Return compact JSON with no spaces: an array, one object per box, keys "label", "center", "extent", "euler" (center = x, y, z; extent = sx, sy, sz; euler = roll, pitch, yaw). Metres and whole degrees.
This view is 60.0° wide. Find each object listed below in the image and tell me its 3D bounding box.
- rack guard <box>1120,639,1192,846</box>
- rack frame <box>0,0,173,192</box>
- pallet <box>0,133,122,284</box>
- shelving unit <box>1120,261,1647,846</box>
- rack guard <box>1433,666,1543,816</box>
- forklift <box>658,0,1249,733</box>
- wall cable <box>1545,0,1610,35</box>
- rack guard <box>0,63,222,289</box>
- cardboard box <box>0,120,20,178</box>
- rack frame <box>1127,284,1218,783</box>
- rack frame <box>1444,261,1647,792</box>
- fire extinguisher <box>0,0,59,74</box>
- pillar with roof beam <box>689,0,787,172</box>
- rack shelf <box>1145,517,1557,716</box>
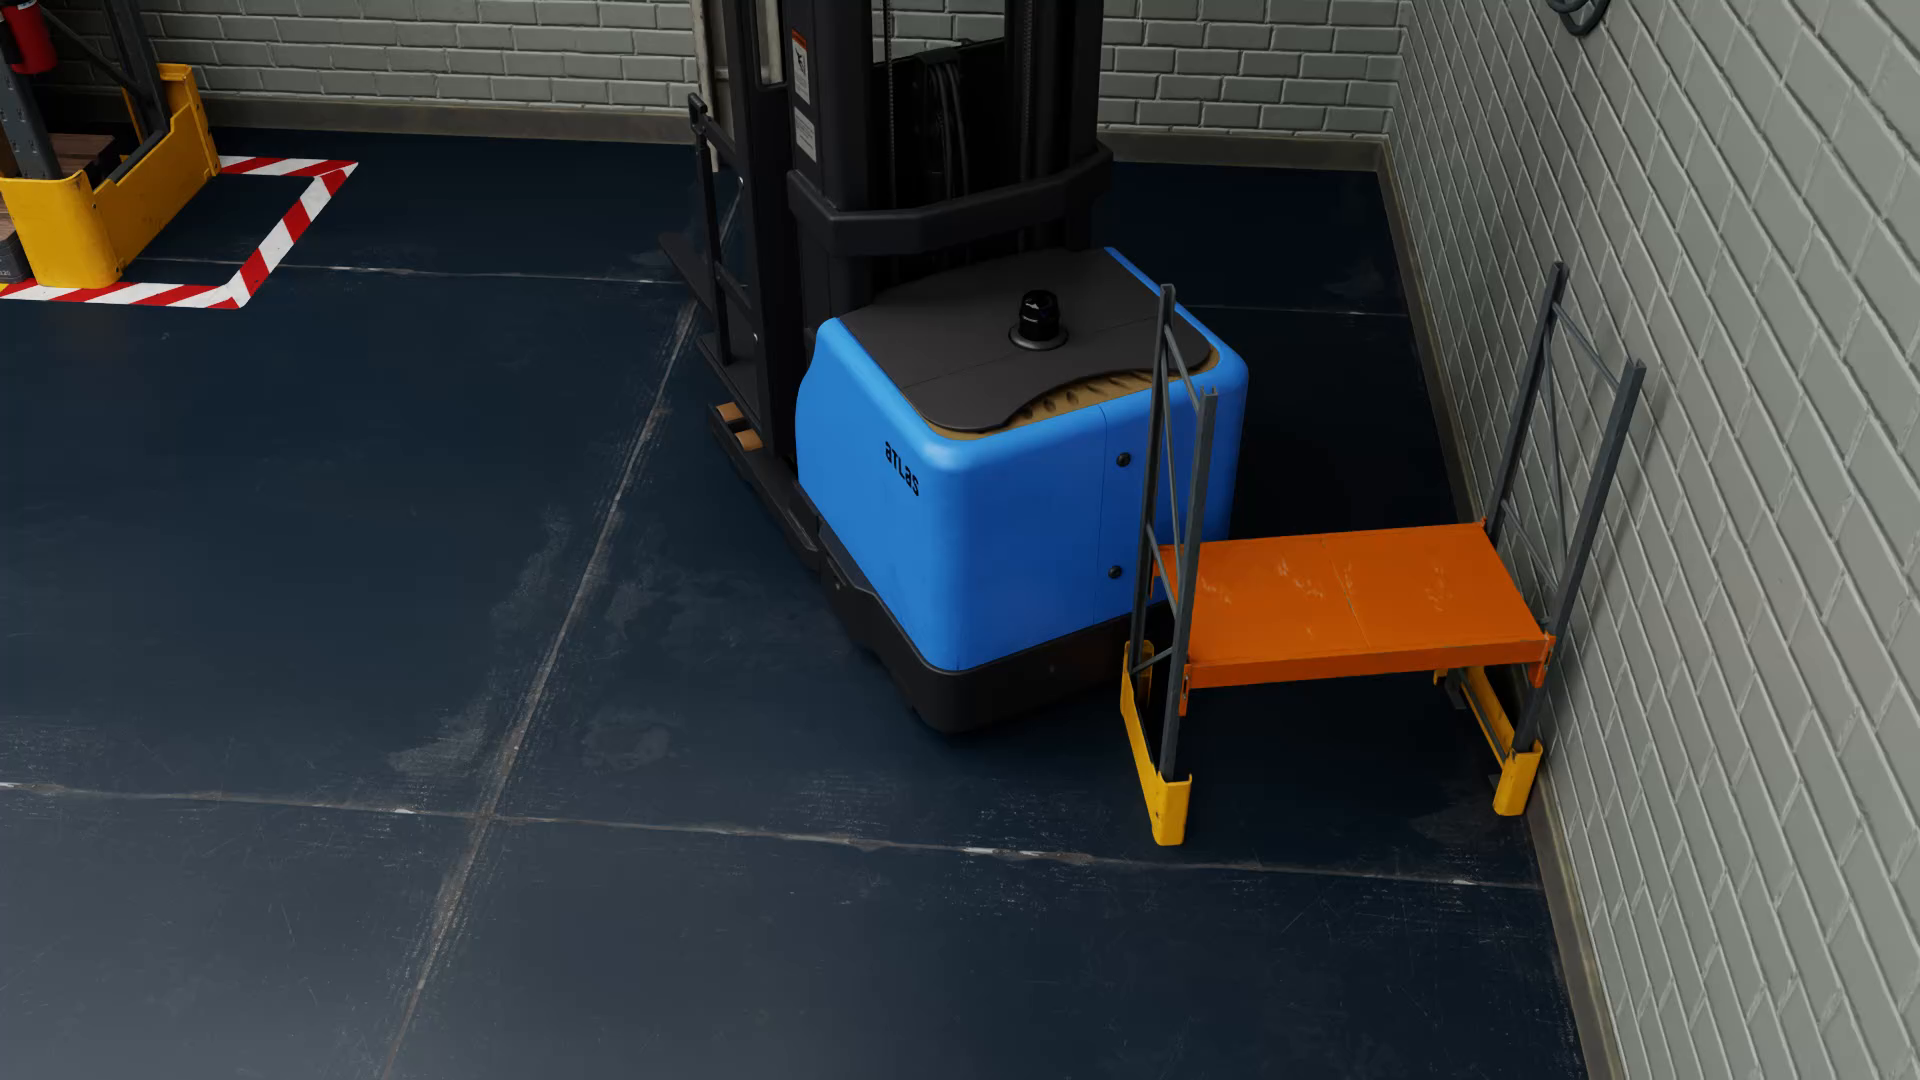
[{"label":"rack guard","center":[0.564,0.581,4.839],"extent":[0.087,0.250,0.587],"euler":[-4,39,-5]},{"label":"rack frame","center":[-3.756,-2.603,6.572],"extent":[0.127,3.000,1.000],"euler":[3,39,4]},{"label":"pallet","center":[-4.559,-1.516,7.446],"extent":[1.213,0.211,1.003],"euler":[3,39,4]},{"label":"shelving unit","center":[1.059,0.061,4.487],"extent":[1.083,1.500,0.587],"euler":[-4,39,-5]},{"label":"rack guard","center":[1.554,0.511,4.924],"extent":[0.087,0.250,0.587],"euler":[-4,39,-5]},{"label":"forklift","center":[-0.281,-1.487,5.256],"extent":[1.130,2.935,3.031],"euler":[-18,42,-21]},{"label":"wall cable","center":[1.848,-3.193,5.004],"extent":[0.112,2.526,3.097],"euler":[3,39,4]},{"label":"rack guard","center":[-3.732,-1.633,7.360],"extent":[0.348,0.500,1.175],"euler":[3,39,4]},{"label":"cardboard box","center":[-4.462,-1.772,7.198],"extent":[0.500,0.500,0.700],"euler":[3,39,4]},{"label":"rack frame","center":[0.545,0.097,4.442],"extent":[0.032,1.500,0.500],"euler":[-4,39,-5]},{"label":"rack frame","center":[1.555,0.026,4.530],"extent":[0.032,1.500,0.500],"euler":[-4,39,-5]},{"label":"fire extinguisher","center":[-3.646,-2.130,6.348],"extent":[0.183,0.674,0.296],"euler":[3,39,4]},{"label":"pillar with roof beam","center":[-1.363,-2.619,1.840],"extent":[0.400,9.000,9.100],"euler":[3,39,4]},{"label":"rack shelf","center":[1.050,0.201,4.600],"extent":[1.000,0.185,0.538],"euler":[-4,39,-5]}]
